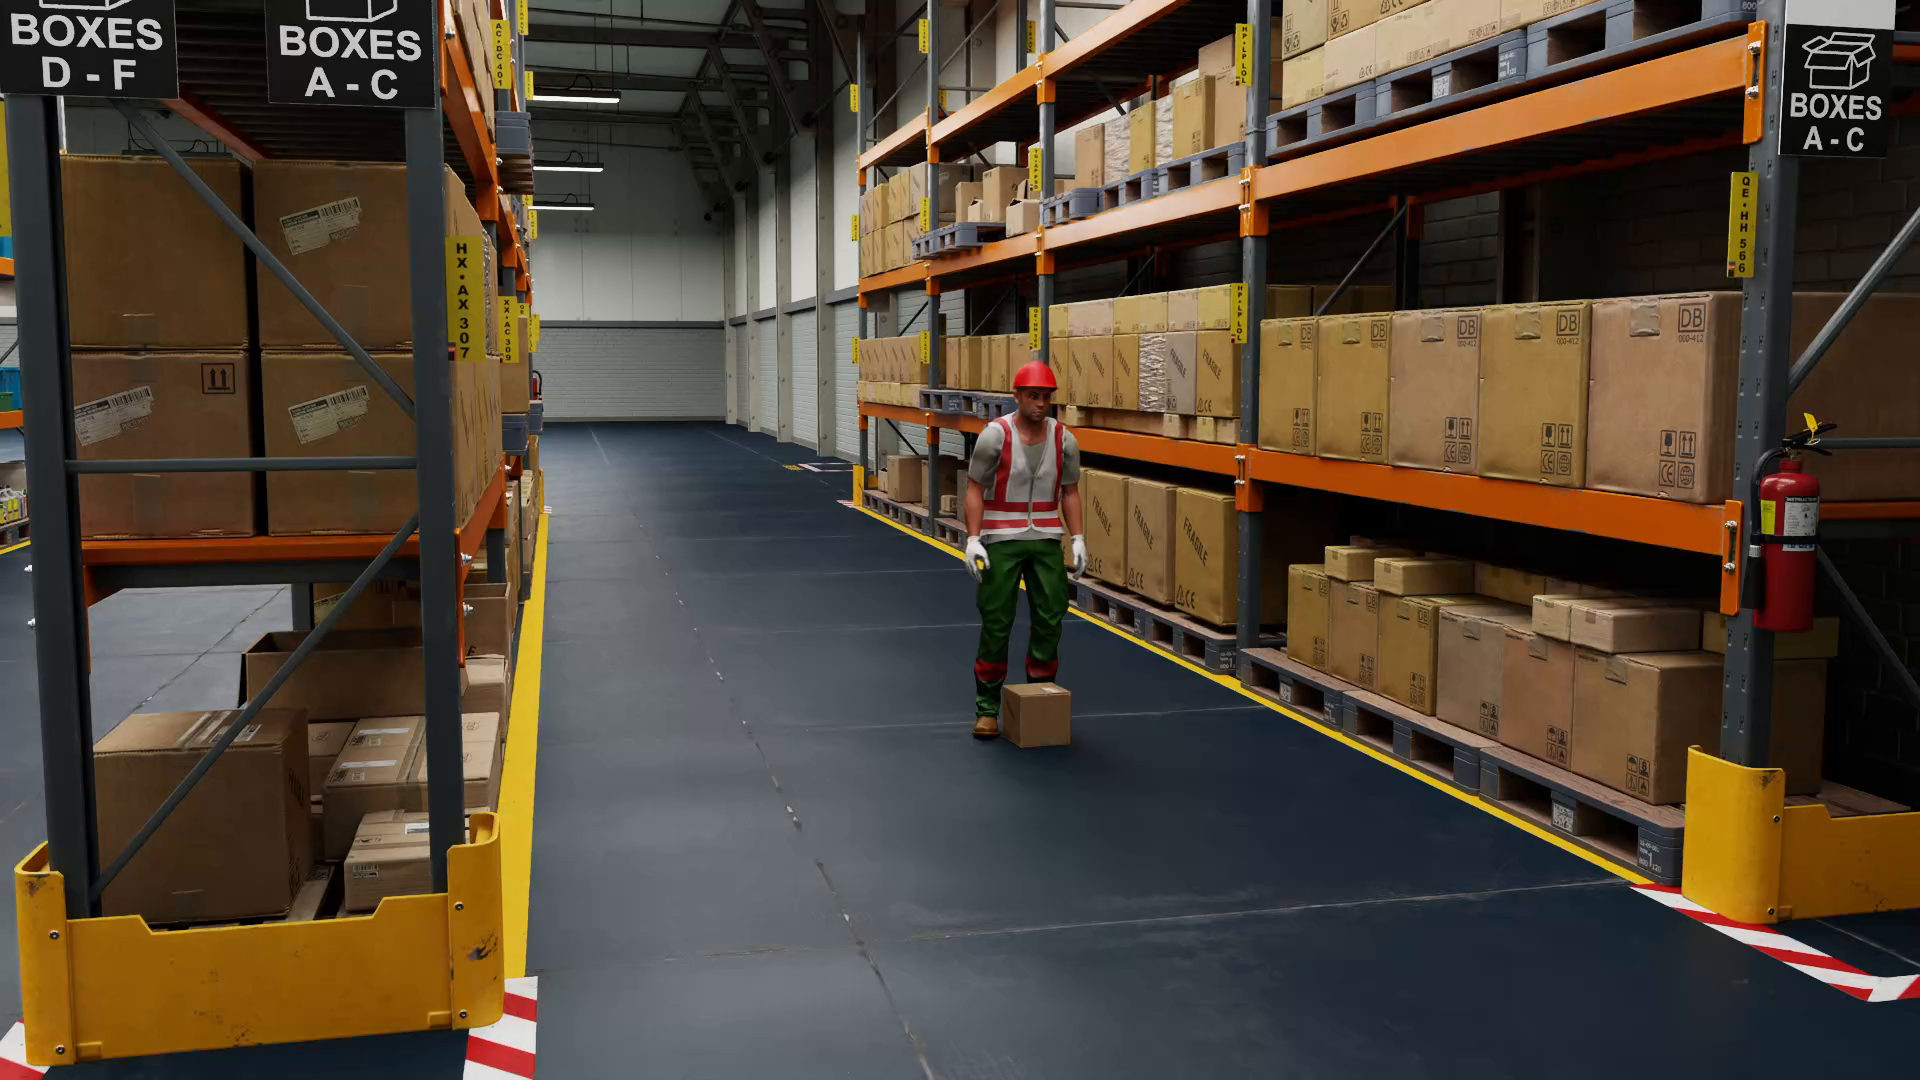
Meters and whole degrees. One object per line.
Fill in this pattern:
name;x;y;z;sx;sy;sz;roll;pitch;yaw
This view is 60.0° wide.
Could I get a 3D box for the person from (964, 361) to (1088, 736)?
person;0.315;0.039;7.951;0.623;1.779;0.452;-2;6;-15
